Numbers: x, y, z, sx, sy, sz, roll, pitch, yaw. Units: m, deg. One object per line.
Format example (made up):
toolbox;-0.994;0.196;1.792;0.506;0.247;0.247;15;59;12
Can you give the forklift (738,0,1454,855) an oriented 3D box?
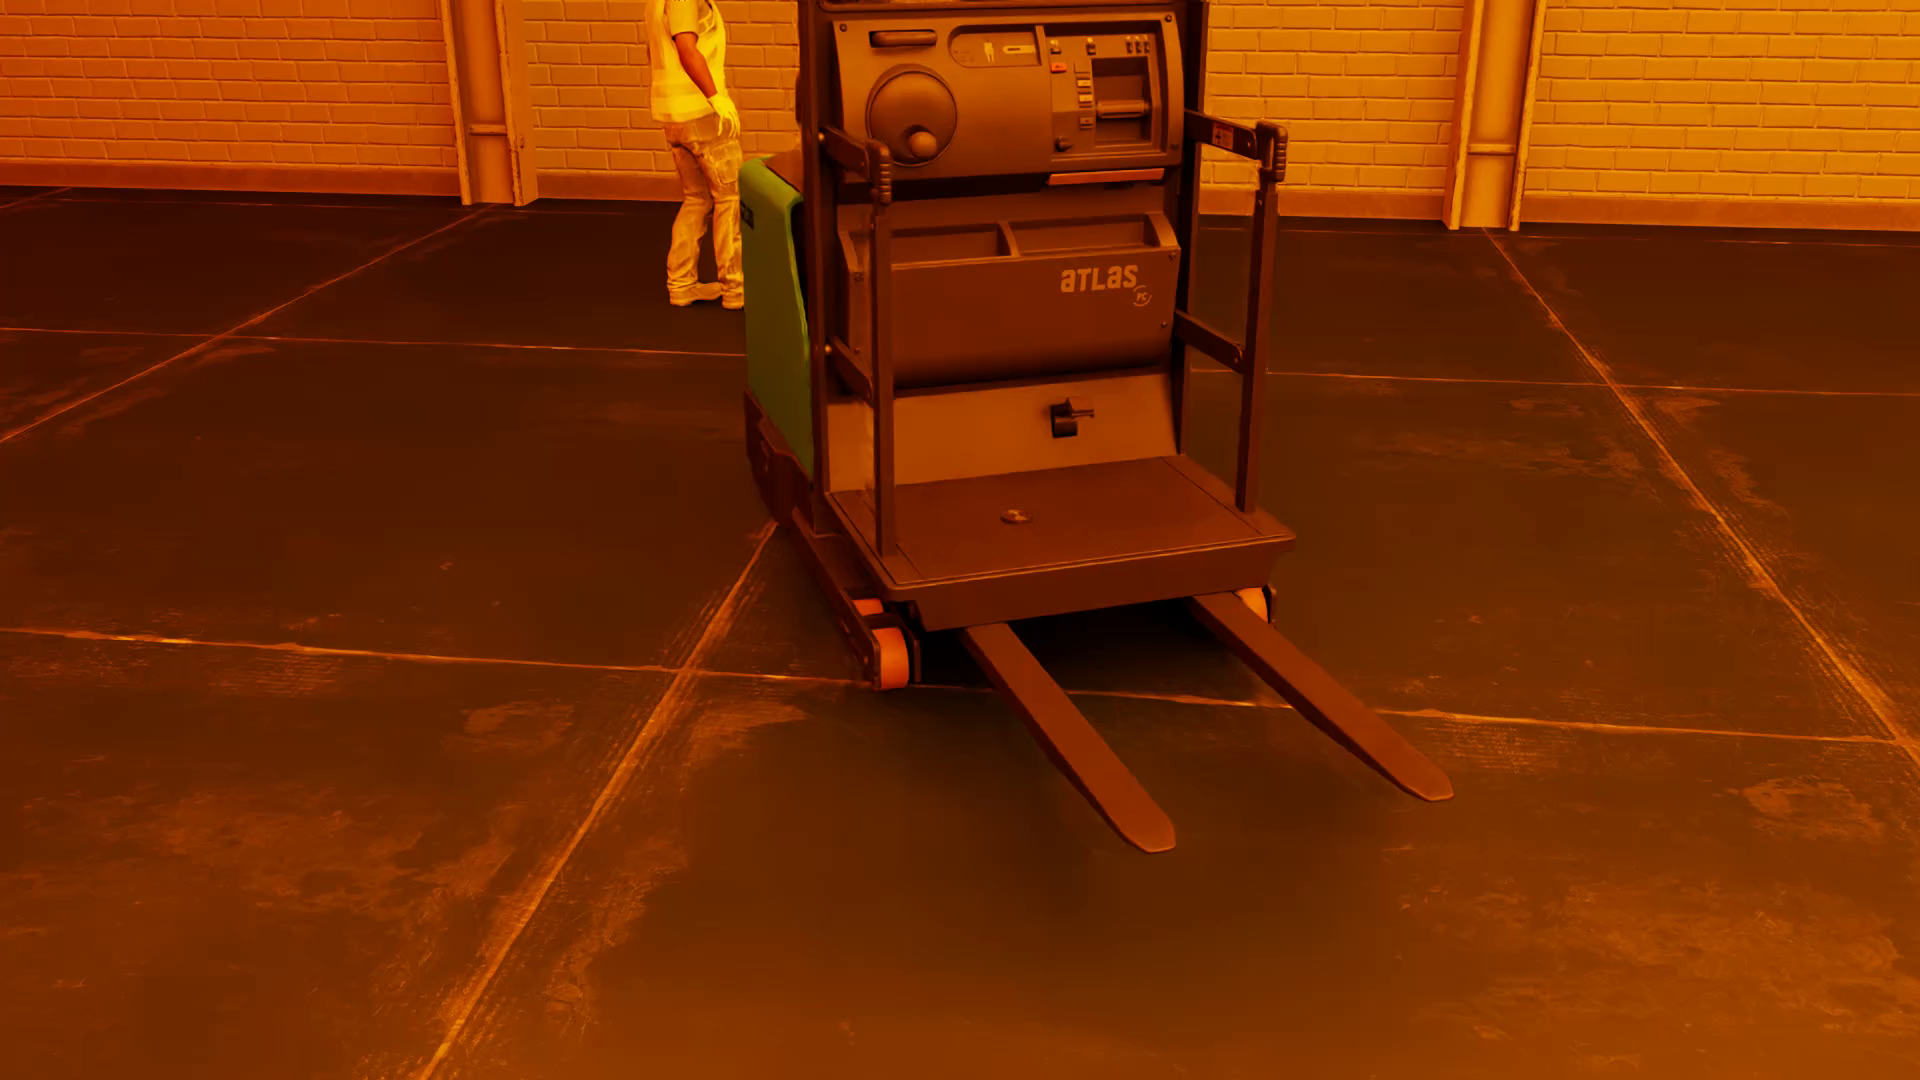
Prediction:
forklift;0.204;-1.142;4.090;1.130;2.935;3.031;-7;23;-17

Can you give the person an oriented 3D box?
person;-1.168;-1.977;7.728;0.518;1.764;0.784;-13;25;-29
